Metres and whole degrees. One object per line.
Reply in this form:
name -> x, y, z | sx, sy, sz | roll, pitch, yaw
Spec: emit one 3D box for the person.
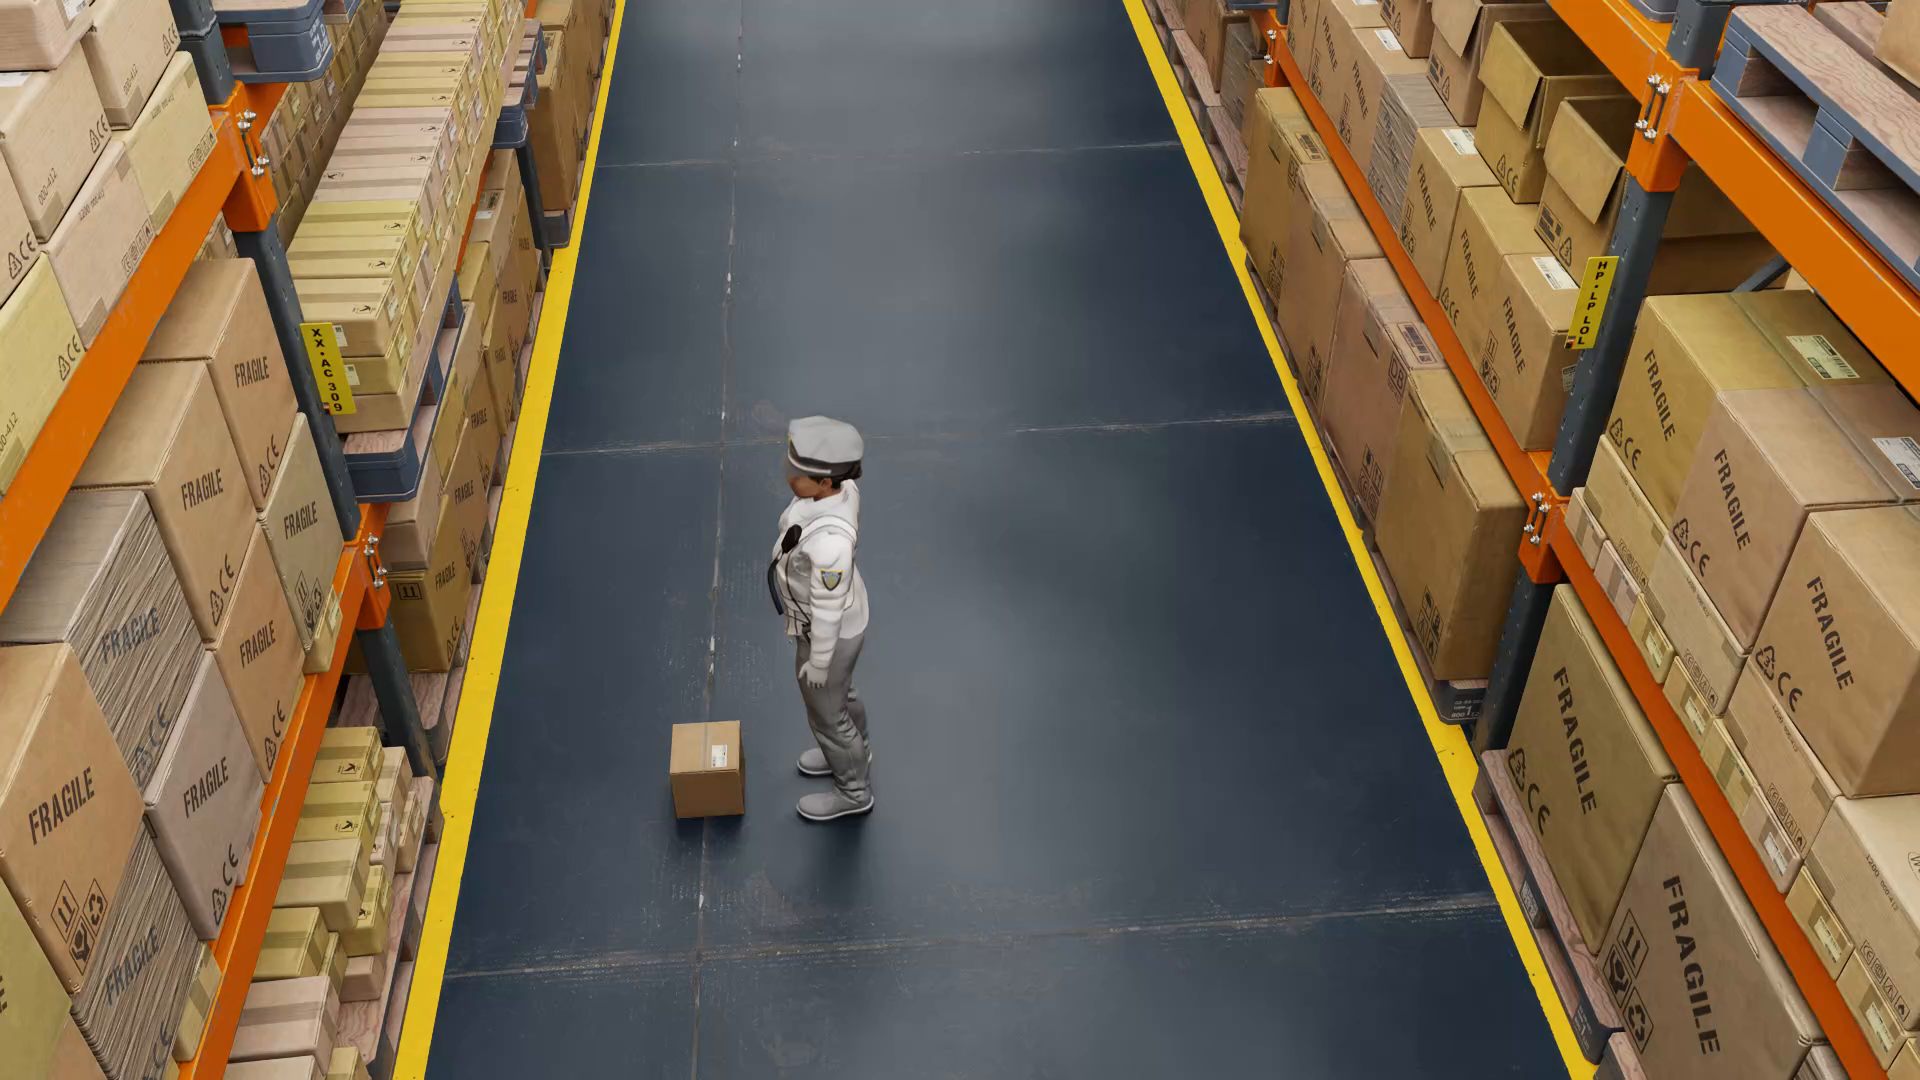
person -> -0.474, 0.298, 5.782 | 0.337, 1.677, 0.466 | -2, 39, -3
